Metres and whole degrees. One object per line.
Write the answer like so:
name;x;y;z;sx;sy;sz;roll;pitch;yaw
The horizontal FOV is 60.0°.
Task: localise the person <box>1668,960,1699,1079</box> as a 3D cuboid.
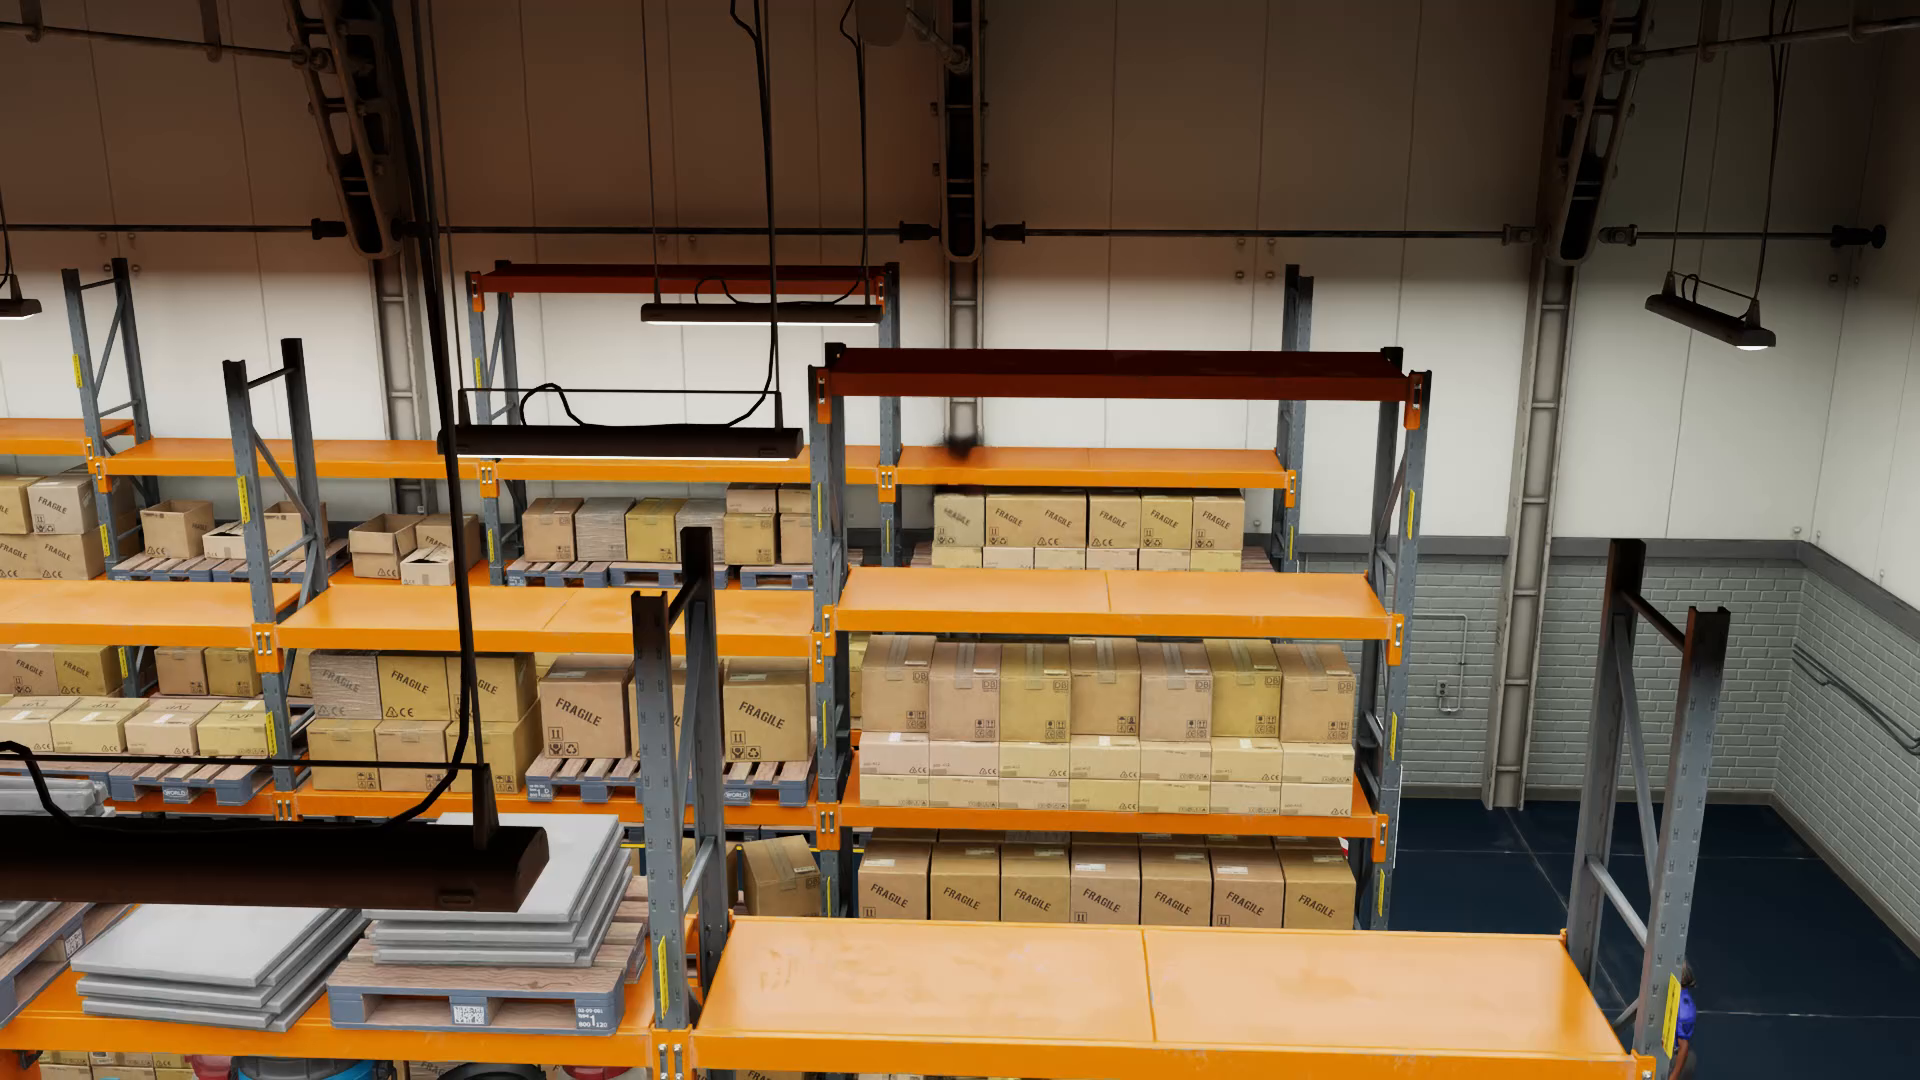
person;5.240;3.862;12.388;0.509;1.659;0.518;-2;16;-6
